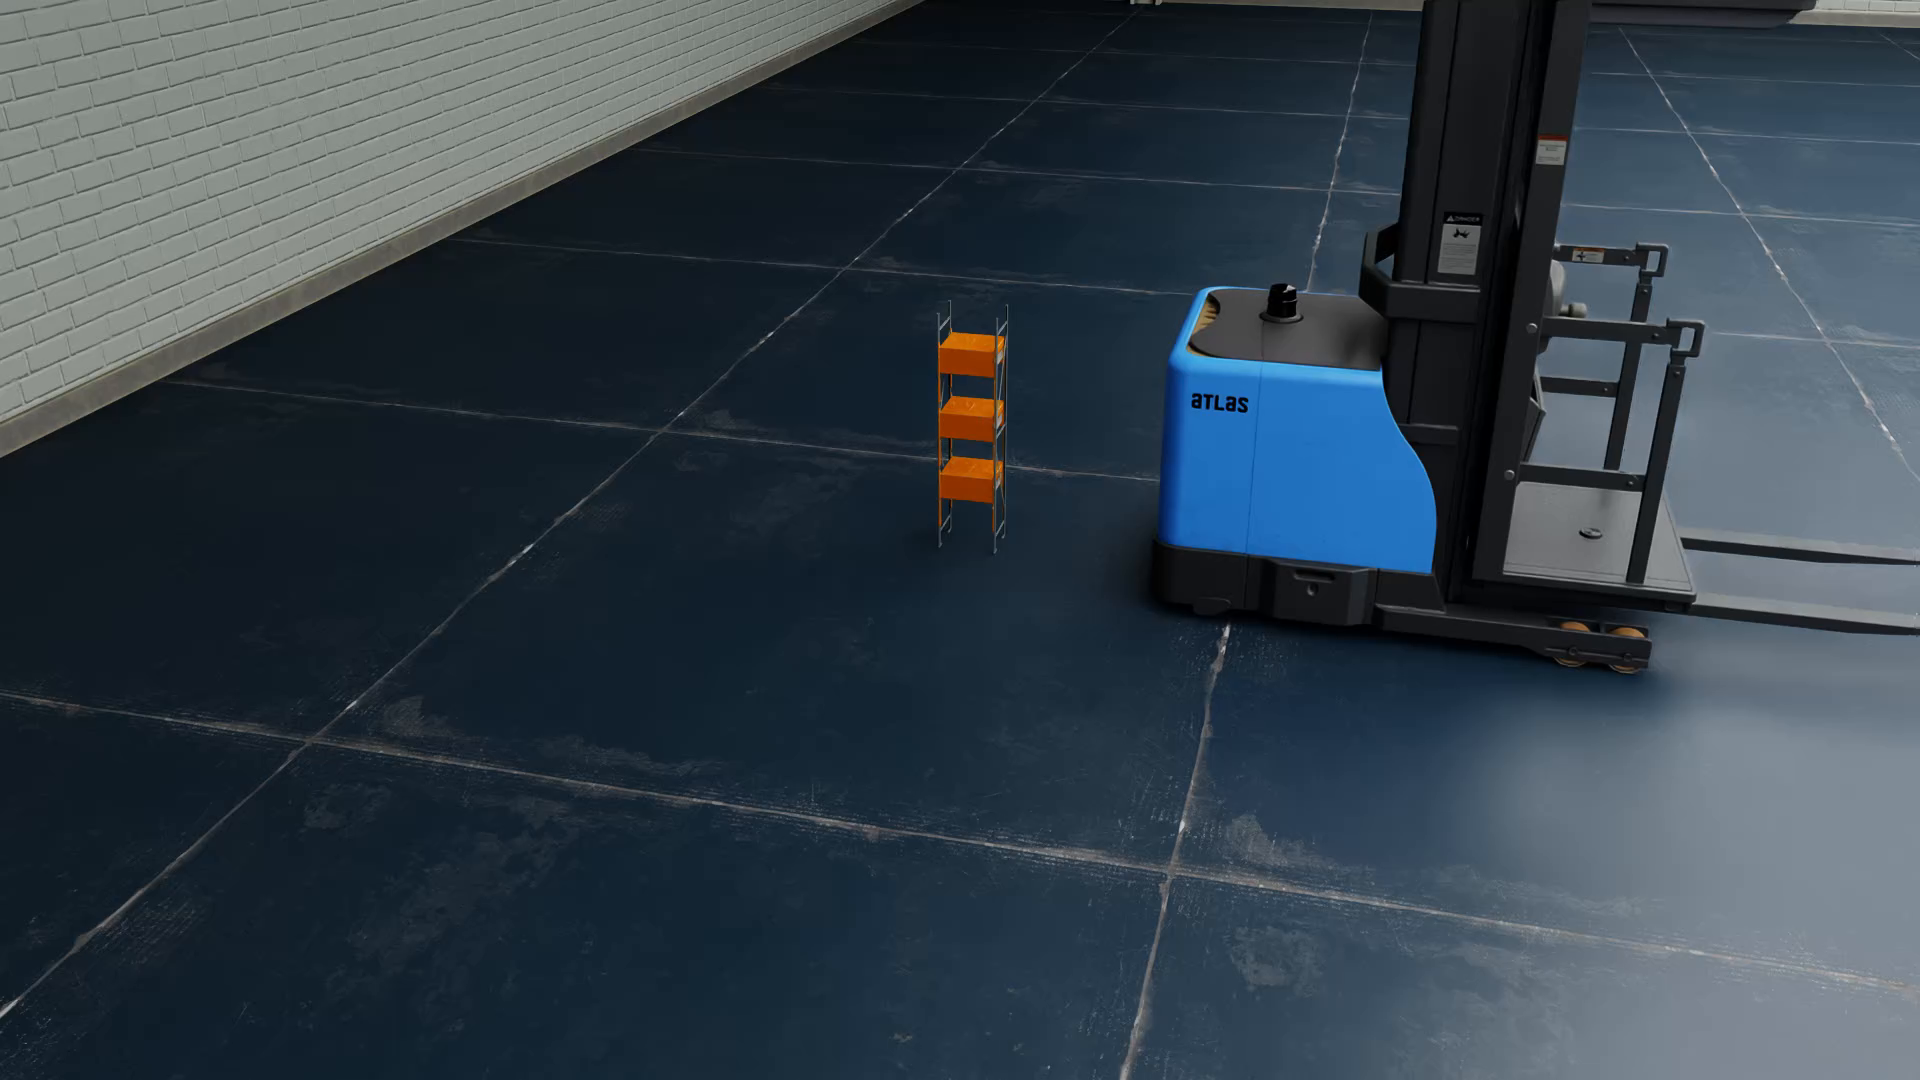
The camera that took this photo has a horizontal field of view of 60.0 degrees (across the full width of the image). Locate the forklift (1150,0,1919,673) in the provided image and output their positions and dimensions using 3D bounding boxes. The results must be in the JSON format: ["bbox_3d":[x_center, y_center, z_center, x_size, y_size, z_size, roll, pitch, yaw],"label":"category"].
[{"bbox_3d":[2.338,-1.079,6.107,3.031,2.935,1.130,6,26,13],"label":"forklift"}]

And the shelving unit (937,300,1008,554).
[{"bbox_3d":[0.052,-0.468,7.012,0.252,1.050,0.215,6,26,13],"label":"shelving unit"}]

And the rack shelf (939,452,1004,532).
[{"bbox_3d":[0.052,-0.208,7.136,0.240,0.259,0.215,6,26,13],"label":"rack shelf"}]

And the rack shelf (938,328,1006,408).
[{"bbox_3d":[0.052,-0.715,6.895,0.240,0.259,0.215,6,26,13],"label":"rack shelf"}]

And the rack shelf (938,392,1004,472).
[{"bbox_3d":[0.052,-0.459,7.017,0.240,0.259,0.215,6,26,13],"label":"rack shelf"}]

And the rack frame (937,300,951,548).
[{"bbox_3d":[-0.066,-0.481,7.040,0.008,1.050,0.200,6,26,13],"label":"rack frame"}]

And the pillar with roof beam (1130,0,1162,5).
[{"bbox_3d":[1.450,-9.558,16.858,0.400,9.000,9.100,6,26,13],"label":"pillar with roof beam"}]

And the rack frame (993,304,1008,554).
[{"bbox_3d":[0.170,-0.455,6.985,0.008,1.050,0.200,6,26,13],"label":"rack frame"}]
